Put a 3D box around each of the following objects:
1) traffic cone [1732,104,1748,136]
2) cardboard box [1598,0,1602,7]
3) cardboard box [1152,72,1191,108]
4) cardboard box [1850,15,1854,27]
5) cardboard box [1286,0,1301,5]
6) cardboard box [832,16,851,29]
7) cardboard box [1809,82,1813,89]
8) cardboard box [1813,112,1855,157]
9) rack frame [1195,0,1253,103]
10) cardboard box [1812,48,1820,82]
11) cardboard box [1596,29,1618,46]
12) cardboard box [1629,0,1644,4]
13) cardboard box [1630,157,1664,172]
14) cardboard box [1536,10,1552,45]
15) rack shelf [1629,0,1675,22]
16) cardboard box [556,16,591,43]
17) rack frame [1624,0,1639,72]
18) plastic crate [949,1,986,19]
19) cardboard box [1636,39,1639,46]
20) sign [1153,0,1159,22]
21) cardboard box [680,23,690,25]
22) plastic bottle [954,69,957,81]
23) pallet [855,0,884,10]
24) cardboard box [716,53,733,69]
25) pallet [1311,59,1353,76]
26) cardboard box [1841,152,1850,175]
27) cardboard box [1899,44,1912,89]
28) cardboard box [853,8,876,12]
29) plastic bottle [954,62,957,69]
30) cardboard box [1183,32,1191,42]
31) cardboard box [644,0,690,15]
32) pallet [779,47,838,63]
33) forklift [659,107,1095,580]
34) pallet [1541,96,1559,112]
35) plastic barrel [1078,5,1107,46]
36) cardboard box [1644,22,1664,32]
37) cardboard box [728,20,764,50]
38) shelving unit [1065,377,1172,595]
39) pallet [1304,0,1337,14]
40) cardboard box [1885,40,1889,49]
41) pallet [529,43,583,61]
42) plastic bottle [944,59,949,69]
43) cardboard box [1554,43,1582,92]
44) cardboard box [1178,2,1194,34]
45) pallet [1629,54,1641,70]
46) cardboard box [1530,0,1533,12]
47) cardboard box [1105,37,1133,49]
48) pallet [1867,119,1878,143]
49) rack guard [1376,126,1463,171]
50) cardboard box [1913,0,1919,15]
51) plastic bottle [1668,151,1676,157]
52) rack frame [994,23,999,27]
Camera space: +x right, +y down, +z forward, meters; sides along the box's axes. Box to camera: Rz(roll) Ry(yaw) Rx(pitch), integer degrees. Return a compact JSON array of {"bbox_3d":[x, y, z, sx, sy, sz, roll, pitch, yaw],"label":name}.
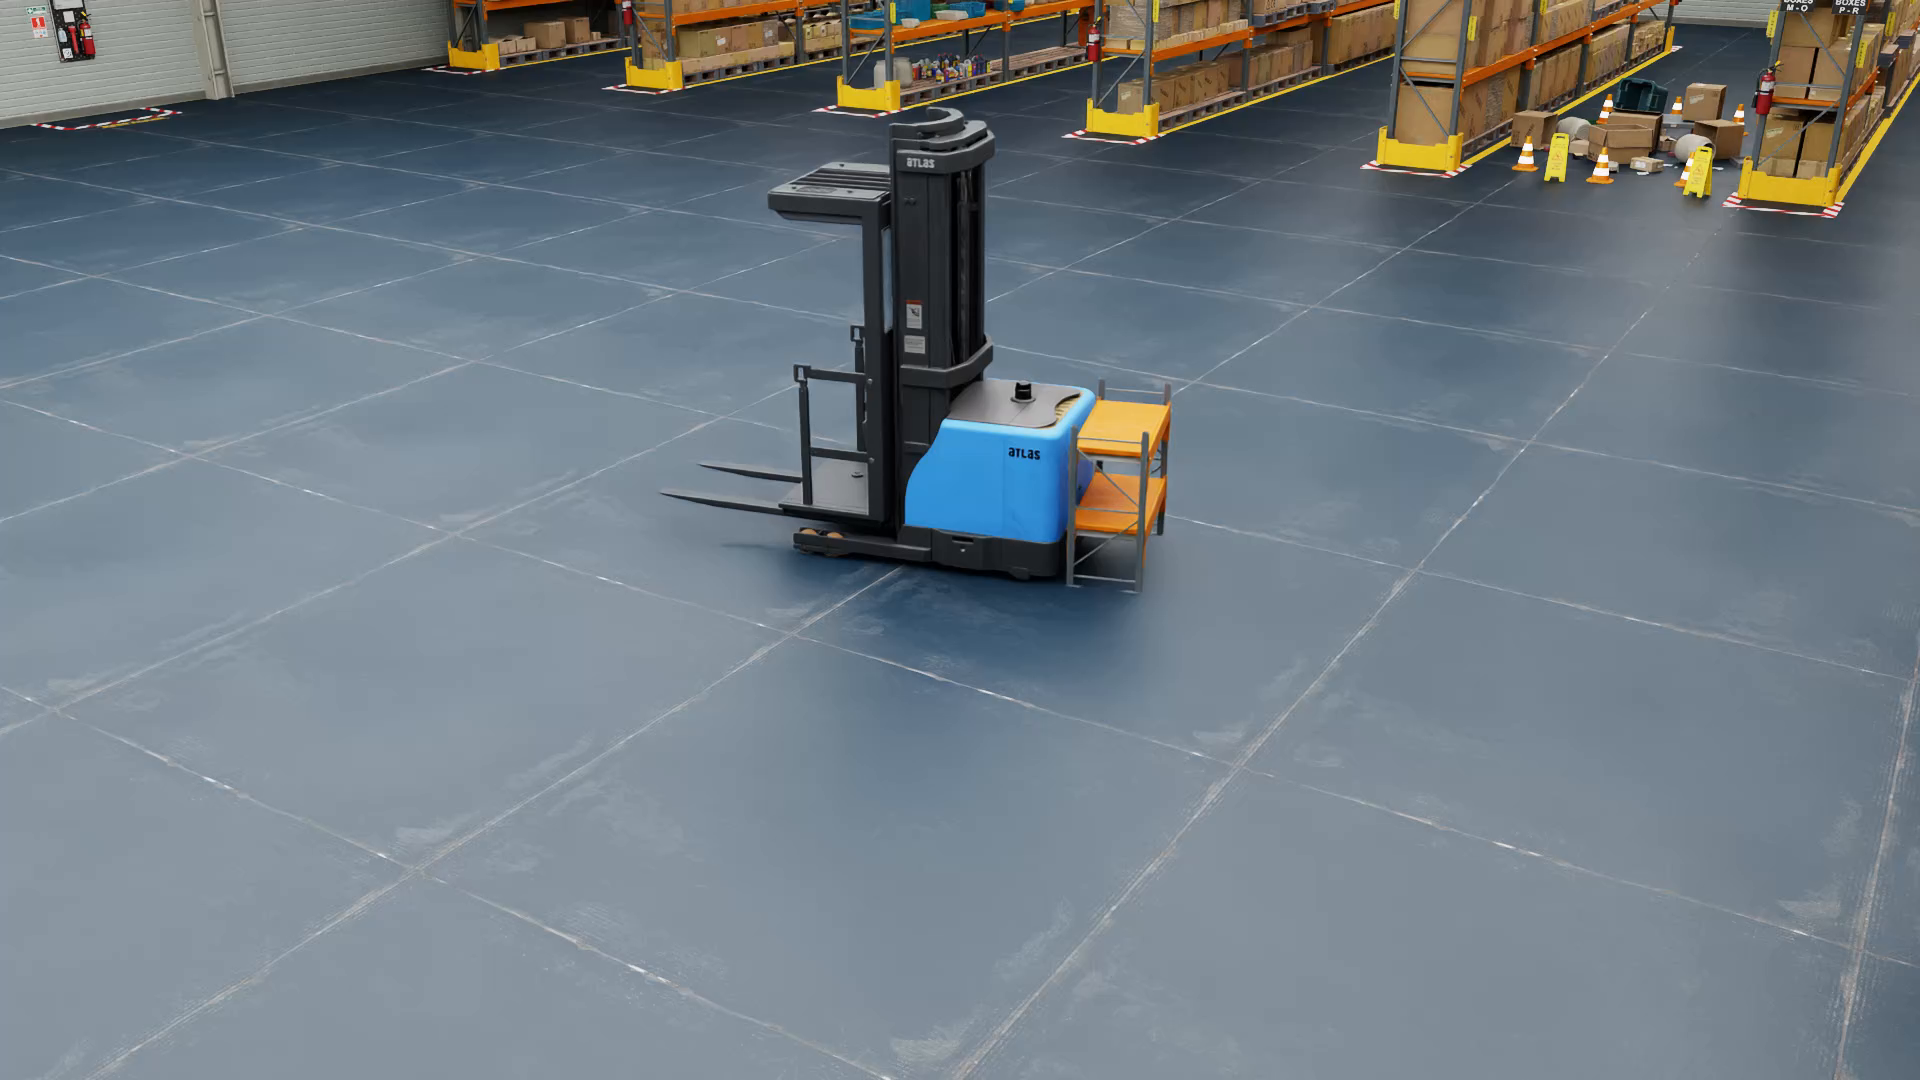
[{"bbox_3d":[12.587,-6.800,26.876,0.336,0.463,0.334,14,27,29],"label":"traffic cone"},{"bbox_3d":[11.665,-9.974,30.801,0.380,0.149,0.250,15,28,32],"label":"cardboard box"},{"bbox_3d":[3.570,-7.648,28.260,0.500,0.500,0.500,17,29,34],"label":"cardboard box"},{"bbox_3d":[12.418,-7.623,23.824,0.700,0.500,0.500,14,27,29],"label":"cardboard box"},{"bbox_3d":[6.163,-10.191,31.156,0.396,0.266,0.258,13,27,27],"label":"cardboard box"},{"bbox_3d":[-2.471,-11.201,36.076,0.500,0.311,0.500,15,27,30],"label":"cardboard box"},{"bbox_3d":[11.586,-6.299,22.842,0.380,0.149,0.250,14,27,30],"label":"cardboard box"},{"bbox_3d":[11.957,-5.577,22.847,0.500,0.500,0.500,13,26,27],"label":"cardboard box"},{"bbox_3d":[4.704,-9.329,29.525,1.000,3.000,0.127,14,27,29],"label":"rack frame"},{"bbox_3d":[11.333,-6.494,22.475,0.500,0.500,0.500,14,27,29],"label":"cardboard box"},{"bbox_3d":[12.357,-9.689,32.030,0.500,0.250,0.500,13,26,27],"label":"cardboard box"},{"bbox_3d":[13.511,-10.868,33.395,0.380,0.149,0.250,15,28,31],"label":"cardboard box"},{"bbox_3d":[9.988,-5.460,24.175,0.250,0.149,0.380,-12,26,-26],"label":"cardboard box"},{"bbox_3d":[9.370,-8.423,27.305,0.500,0.500,0.500,14,27,30],"label":"cardboard box"},{"bbox_3d":[14.139,-11.301,34.984,1.077,0.370,4.000,14,27,29],"label":"rack shelf"},{"bbox_3d":[-8.434,-11.140,36.299,0.500,0.500,0.500,12,26,25],"label":"cardboard box"},{"bbox_3d":[13.084,-10.956,33.282,1.000,3.000,0.127,14,27,29],"label":"rack frame"},{"bbox_3d":[0.143,-9.869,30.958,0.499,0.251,0.616,14,27,29],"label":"plastic crate"},{"bbox_3d":[13.847,-10.317,34.491,0.380,0.149,0.250,12,26,26],"label":"cardboard box"},{"bbox_3d":[3.055,-8.263,25.972,0.100,0.325,0.005,14,27,29],"label":"sign"},{"bbox_3d":[-6.755,-12.271,38.913,0.700,0.500,0.500,14,27,29],"label":"cardboard box"},{"bbox_3d":[-0.107,-8.665,30.958,0.097,0.201,0.097,0,23,0],"label":"plastic bottle"},{"bbox_3d":[-2.591,-14.518,45.019,1.003,0.211,1.213,14,27,29],"label":"pallet"},{"bbox_3d":[-4.824,-9.460,32.759,0.500,0.250,0.500,14,27,29],"label":"cardboard box"},{"bbox_3d":[7.293,-9.650,33.776,1.003,0.211,1.213,14,27,29],"label":"pallet"},{"bbox_3d":[11.949,-5.218,22.961,0.500,0.250,0.500,15,28,31],"label":"cardboard box"},{"bbox_3d":[16.614,-8.638,30.073,0.875,0.875,0.875,15,27,30],"label":"cardboard box"},{"bbox_3d":[-2.126,-11.830,37.527,0.500,0.311,0.500,15,28,31],"label":"cardboard box"},{"bbox_3d":[-0.051,-8.839,31.258,0.061,0.283,0.133,14,27,29],"label":"plastic bottle"},{"bbox_3d":[3.600,-8.334,27.541,0.380,0.149,0.250,14,27,29],"label":"cardboard box"},{"bbox_3d":[-5.563,-10.257,31.543,0.700,0.500,0.500,14,27,29],"label":"cardboard box"},{"bbox_3d":[-3.355,-10.384,35.471,1.003,0.211,1.213,14,27,29],"label":"pallet"},{"bbox_3d":[-0.632,-1.415,11.329,3.031,2.935,1.130,8,25,17],"label":"forklift"},{"bbox_3d":[9.850,-7.666,29.192,1.003,0.211,1.213,14,27,29],"label":"pallet"},{"bbox_3d":[2.849,-11.083,35.778,0.600,0.830,0.708,14,27,29],"label":"plastic barrel"},{"bbox_3d":[14.920,-11.045,35.799,0.380,0.149,0.250,13,27,28],"label":"cardboard box"},{"bbox_3d":[-4.304,-10.143,33.394,0.500,0.500,0.500,14,27,29],"label":"cardboard box"},{"bbox_3d":[1.079,-0.384,11.221,0.538,1.125,1.048,6,24,13],"label":"shelving unit"},{"bbox_3d":[6.528,-10.329,32.074,1.213,0.211,1.003,14,27,29],"label":"pallet"},{"bbox_3d":[13.822,-7.533,25.163,0.380,0.149,0.250,14,27,30],"label":"cardboard box"},{"bbox_3d":[-8.888,-10.516,35.777,1.003,0.211,1.213,14,27,29],"label":"pallet"},{"bbox_3d":[-0.256,-9.057,31.777,0.097,0.271,0.097,0,23,0],"label":"plastic bottle"},{"bbox_3d":[10.576,-8.580,30.096,1.050,0.750,0.750,13,27,28],"label":"cardboard box"},{"bbox_3d":[3.369,-8.695,27.560,0.875,0.500,0.500,14,27,29],"label":"cardboard box"},{"bbox_3d":[13.408,-9.910,34.377,1.003,0.211,1.213,14,27,29],"label":"pallet"},{"bbox_3d":[8.640,-8.703,26.530,0.875,0.550,0.550,14,27,29],"label":"cardboard box"},{"bbox_3d":[2.569,-8.004,26.778,0.380,0.149,0.250,14,27,29],"label":"cardboard box"},{"bbox_3d":[14.175,-6.649,26.844,1.003,0.211,1.213,14,27,29],"label":"pallet"},{"bbox_3d":[6.741,-5.751,24.404,1.175,0.500,0.348,14,27,29],"label":"rack guard"},{"bbox_3d":[16.535,-9.391,29.226,0.500,0.250,0.500,14,27,30],"label":"cardboard box"},{"bbox_3d":[10.849,-5.862,25.213,0.133,0.061,0.283,20,30,38],"label":"plastic bottle"},{"bbox_3d":[0.509,-14.107,40.560,1.000,3.000,0.127,14,27,29],"label":"rack frame"}]
